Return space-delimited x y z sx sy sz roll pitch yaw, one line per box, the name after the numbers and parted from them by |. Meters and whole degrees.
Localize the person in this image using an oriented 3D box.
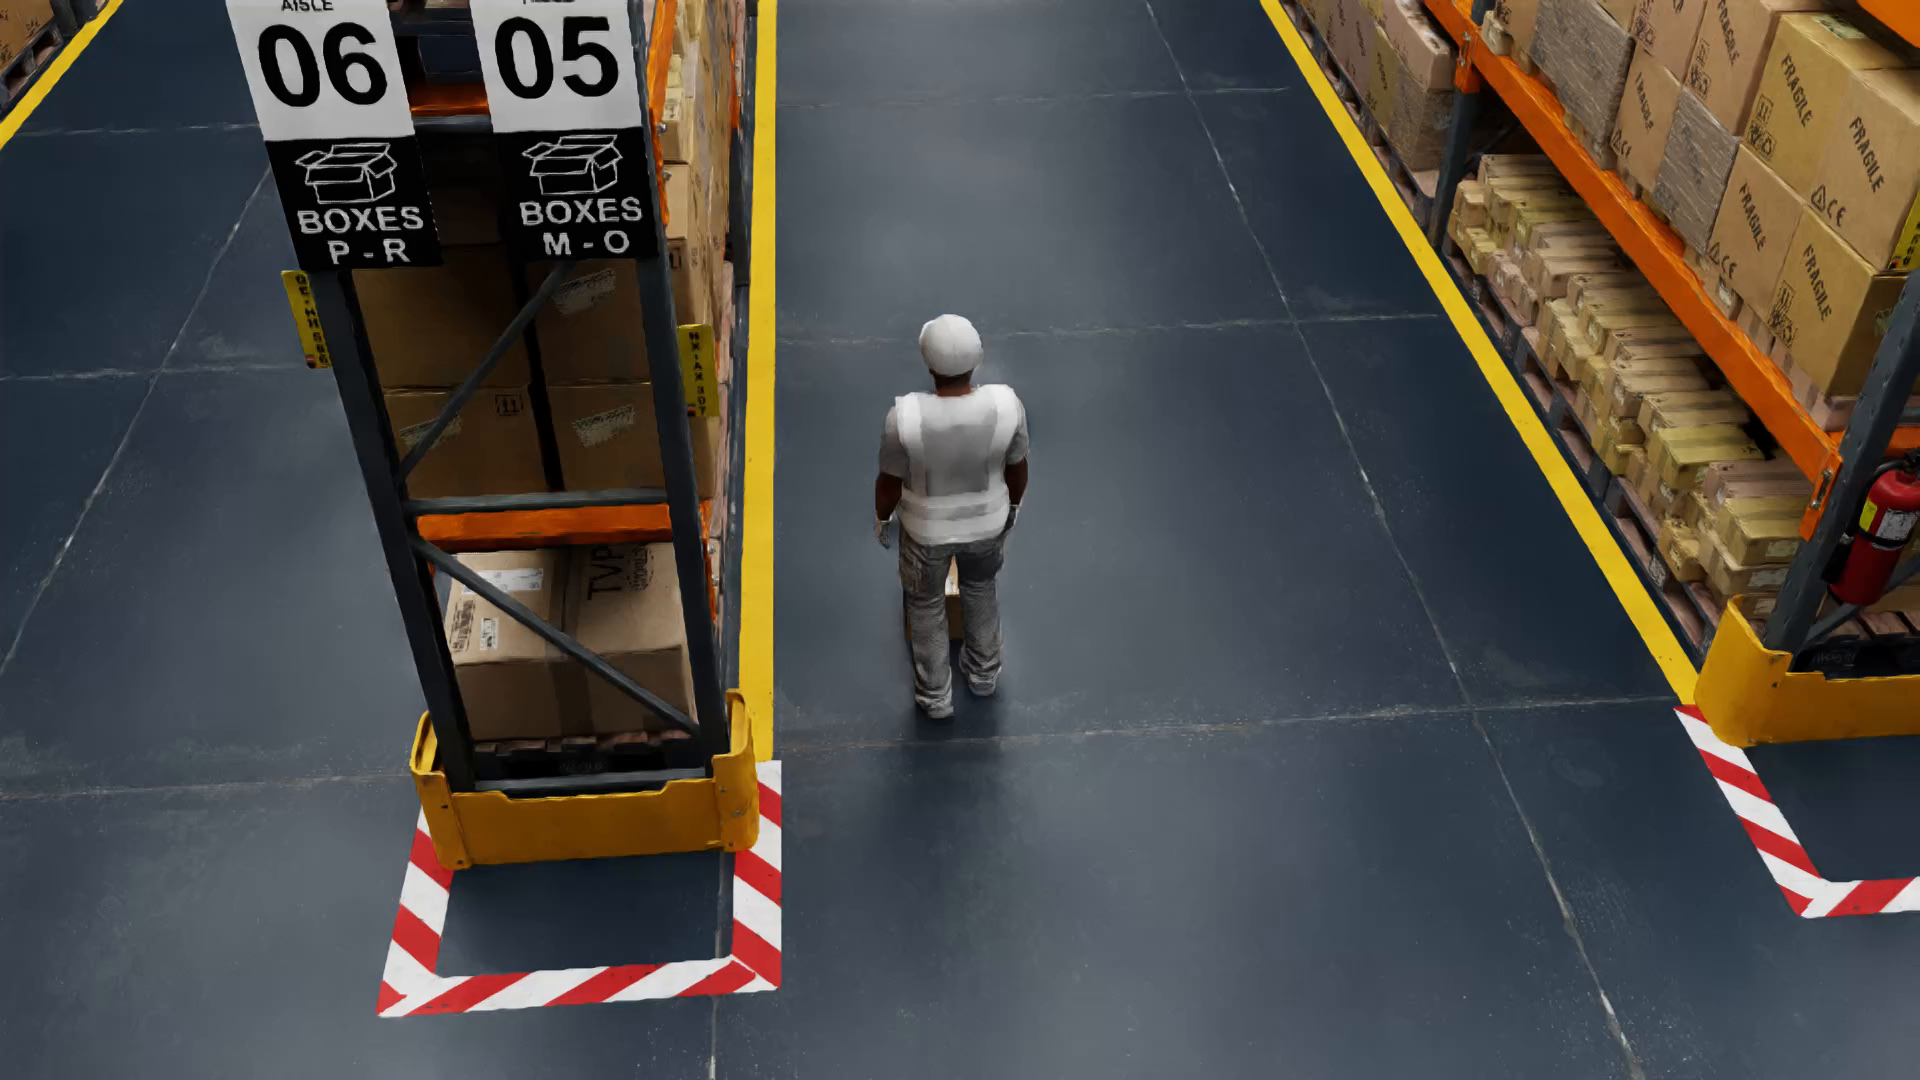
-0.038 -0.066 6.287 0.571 1.841 0.418 -7 39 -9 | person
